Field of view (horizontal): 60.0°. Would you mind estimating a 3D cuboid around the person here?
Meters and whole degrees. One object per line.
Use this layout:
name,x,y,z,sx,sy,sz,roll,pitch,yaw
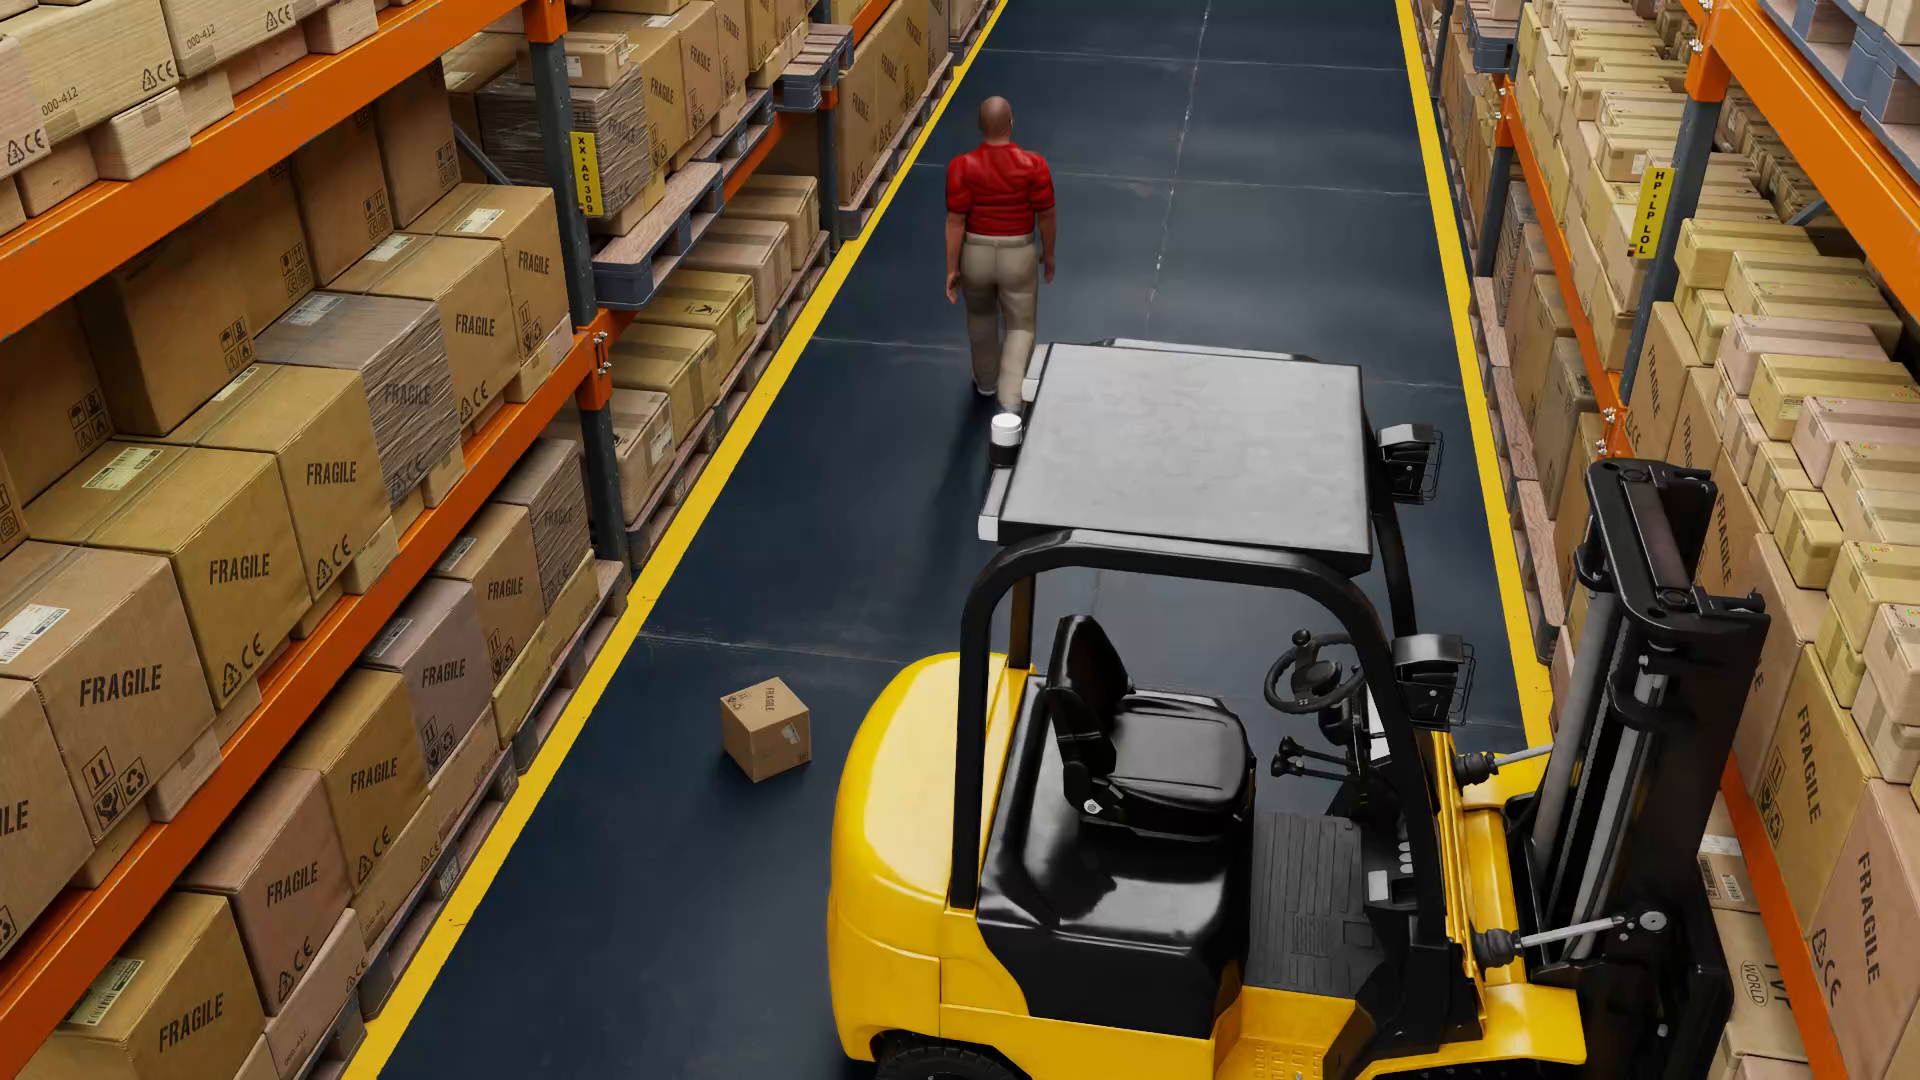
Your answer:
person,0.207,-1.405,8.372,0.547,1.683,0.937,3,32,4
